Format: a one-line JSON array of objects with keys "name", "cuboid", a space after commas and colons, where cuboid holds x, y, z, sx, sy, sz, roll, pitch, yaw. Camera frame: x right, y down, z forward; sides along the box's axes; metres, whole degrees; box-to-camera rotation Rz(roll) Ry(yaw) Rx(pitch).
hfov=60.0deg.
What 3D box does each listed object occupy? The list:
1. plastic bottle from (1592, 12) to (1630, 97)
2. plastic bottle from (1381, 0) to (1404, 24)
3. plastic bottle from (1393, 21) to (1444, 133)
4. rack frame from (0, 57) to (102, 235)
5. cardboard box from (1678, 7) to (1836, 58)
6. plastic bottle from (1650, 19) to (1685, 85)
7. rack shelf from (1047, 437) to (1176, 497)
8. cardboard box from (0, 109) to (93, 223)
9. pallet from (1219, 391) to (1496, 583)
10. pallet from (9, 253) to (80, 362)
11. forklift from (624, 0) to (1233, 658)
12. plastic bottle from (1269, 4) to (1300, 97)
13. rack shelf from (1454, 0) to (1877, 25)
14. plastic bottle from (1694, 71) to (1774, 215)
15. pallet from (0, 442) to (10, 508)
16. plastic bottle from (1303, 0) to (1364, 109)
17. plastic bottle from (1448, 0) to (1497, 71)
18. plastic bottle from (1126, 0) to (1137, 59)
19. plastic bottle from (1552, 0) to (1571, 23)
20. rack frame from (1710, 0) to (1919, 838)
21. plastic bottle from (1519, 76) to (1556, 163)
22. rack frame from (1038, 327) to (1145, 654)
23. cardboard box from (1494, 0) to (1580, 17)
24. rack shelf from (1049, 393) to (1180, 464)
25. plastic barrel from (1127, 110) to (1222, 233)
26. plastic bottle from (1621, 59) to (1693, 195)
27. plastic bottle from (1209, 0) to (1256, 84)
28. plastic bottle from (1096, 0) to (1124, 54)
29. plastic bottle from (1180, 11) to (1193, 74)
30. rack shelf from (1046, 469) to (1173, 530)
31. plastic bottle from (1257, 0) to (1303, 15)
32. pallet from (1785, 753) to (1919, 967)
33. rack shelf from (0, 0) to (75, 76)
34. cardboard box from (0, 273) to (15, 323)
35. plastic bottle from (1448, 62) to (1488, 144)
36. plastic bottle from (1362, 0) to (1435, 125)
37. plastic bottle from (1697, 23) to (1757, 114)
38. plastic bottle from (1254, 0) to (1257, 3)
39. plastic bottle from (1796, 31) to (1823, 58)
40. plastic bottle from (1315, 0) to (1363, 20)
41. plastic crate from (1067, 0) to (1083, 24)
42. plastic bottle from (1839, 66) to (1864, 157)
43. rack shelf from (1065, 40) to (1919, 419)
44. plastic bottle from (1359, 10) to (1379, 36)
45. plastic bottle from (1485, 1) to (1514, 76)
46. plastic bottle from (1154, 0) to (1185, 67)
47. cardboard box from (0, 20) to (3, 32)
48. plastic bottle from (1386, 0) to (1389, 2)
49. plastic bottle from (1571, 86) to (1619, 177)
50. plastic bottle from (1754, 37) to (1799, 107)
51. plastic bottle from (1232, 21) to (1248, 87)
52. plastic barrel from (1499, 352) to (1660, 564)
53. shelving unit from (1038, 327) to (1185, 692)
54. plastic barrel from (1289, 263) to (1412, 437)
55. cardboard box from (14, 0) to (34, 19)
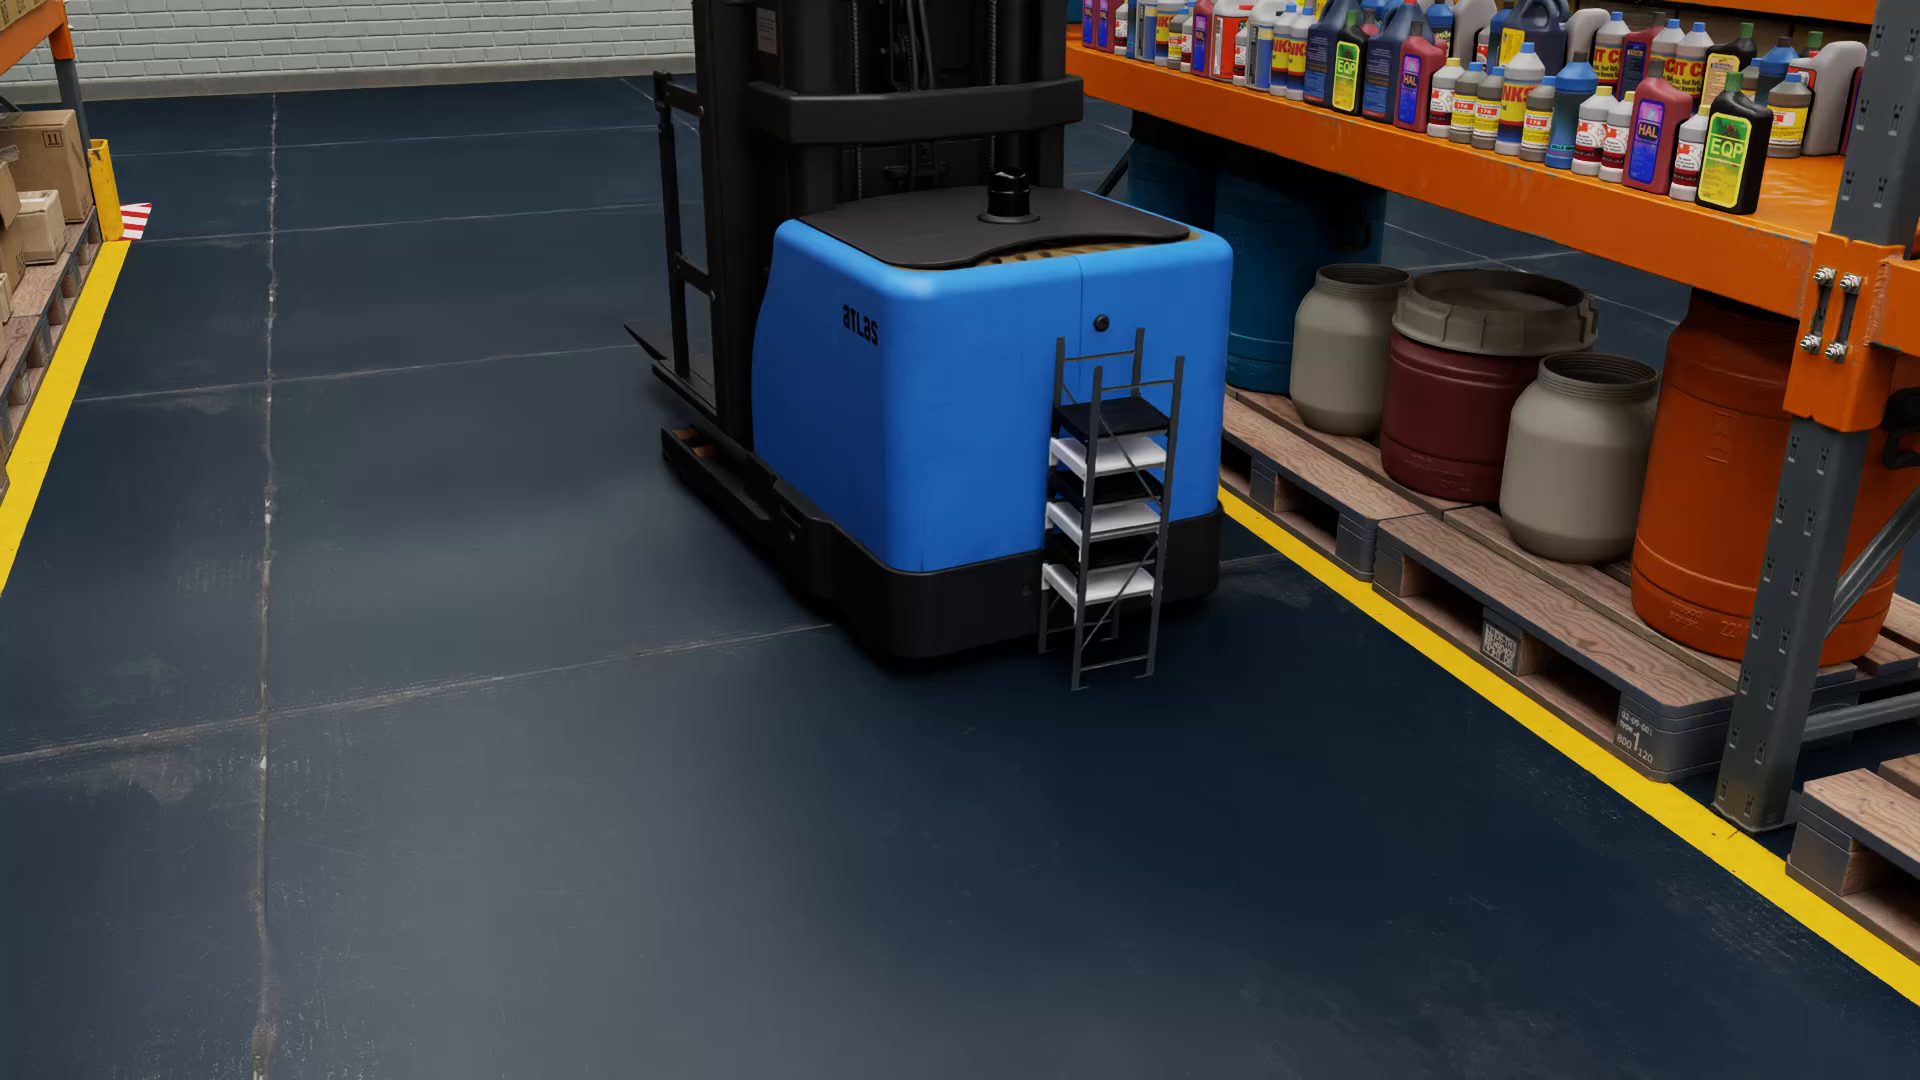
[{"name": "plastic bottle", "cuboid": [1.926, -1.421, 4.926, 0.097, 0.271, 0.097, 0, 23, 0]}, {"name": "plastic bottle", "cuboid": [1.473, -1.720, 5.634, 0.097, 0.271, 0.097, 0, 23, 0]}, {"name": "plastic bottle", "cuboid": [1.254, -1.263, 4.536, 0.061, 0.283, 0.133, -8, 24, -19]}, {"name": "rack frame", "cuboid": [-5.262, -3.042, 8.605, 1.000, 3.000, 0.127, -8, 24, -19]}, {"name": "cardboard box", "cuboid": [4.944, -2.739, 10.081, 0.875, 0.875, 0.875, -8, 24, -19]}, {"name": "plastic bottle", "cuboid": [2.007, -1.337, 4.727, 0.097, 0.271, 0.097, 0, 23, 0]}, {"name": "rack shelf", "cuboid": [0.379, -0.200, 4.170, 0.258, 0.077, 0.200, -9, 29, -21]}, {"name": "cardboard box", "cuboid": [-4.839, -1.929, 8.617, 0.500, 0.500, 0.500, -8, 24, -19]}, {"name": "pallet", "cuboid": [1.455, -0.252, 5.576, 1.003, 0.211, 1.213, -8, 24, -19]}, {"name": "pallet", "cuboid": [-4.525, -0.997, 7.344, 1.003, 0.211, 1.213, -8, 24, -19]}, {"name": "forklift", "cuboid": [-0.382, -1.577, 5.217, 1.130, 2.935, 3.031, -11, 25, -25]}, {"name": "plastic bottle", "cuboid": [1.018, -1.520, 5.161, 0.097, 0.271, 0.097, 0, 23, 0]}, {"name": "rack shelf", "cuboid": [4.713, -3.342, 10.242, 1.077, 0.370, 4.000, -8, 24, -19]}, {"name": "plastic bottle", "cuboid": [1.657, -0.848, 3.550, 0.061, 0.283, 0.133, -8, 24, -19]}, {"name": "pallet", "cuboid": [-3.526, -0.013, 5.010, 1.003, 0.211, 1.213, -8, 24, -19]}, {"name": "plastic bottle", "cuboid": [1.124, -1.474, 4.948, 0.144, 0.351, 0.185, -8, 24, -19]}, {"name": "plastic bottle", "cuboid": [1.665, -1.662, 5.490, 0.152, 0.276, 0.135, -8, 24, -19]}, {"name": "plastic bottle", "cuboid": [0.656, -1.893, 6.044, 0.097, 0.271, 0.097, 0, 23, 0]}, {"name": "plastic bottle", "cuboid": [1.806, -1.555, 5.140, 0.144, 0.351, 0.185, -8, 24, -19]}, {"name": "rack frame", "cuboid": [2.199, -0.813, 3.318, 1.000, 3.000, 0.127, -8, 24, -19]}, {"name": "plastic bottle", "cuboid": [1.449, -1.045, 4.122, 0.097, 0.201, 0.097, 0, 23, 0]}, {"name": "rack frame", "cuboid": [0.335, -0.113, 4.320, 0.240, 0.900, 0.006, -9, 29, -21]}, {"name": "cardboard box", "cuboid": [4.308, -3.393, 11.632, 0.875, 0.875, 0.875, -8, 24, -19]}, {"name": "rack shelf", "cuboid": [0.382, -0.280, 4.129, 0.258, 0.077, 0.200, -9, 29, -21]}, {"name": "plastic barrel", "cuboid": [0.963, -1.293, 6.618, 0.600, 0.901, 0.708, -8, 24, -19]}, {"name": "plastic bottle", "cuboid": [1.576, -0.932, 3.749, 0.061, 0.283, 0.133, -8, 24, -19]}, {"name": "plastic bottle", "cuboid": [0.921, -1.653, 5.469, 0.152, 0.276, 0.135, -8, 24, -19]}, {"name": "plastic bottle", "cuboid": [0.564, -1.973, 6.219, 0.061, 0.283, 0.133, -8, 24, -19]}, {"name": "plastic bottle", "cuboid": [0.807, -1.705, 5.690, 0.097, 0.201, 0.097, 0, 23, 0]}, {"name": "rack shelf", "cuboid": [0.376, -0.119, 4.211, 0.258, 0.077, 0.200, -9, 29, -21]}, {"name": "plastic bottle", "cuboid": [1.063, -1.674, 5.519, 0.152, 0.276, 0.135, -8, 24, -19]}, {"name": "pallet", "cuboid": [2.437, 0.758, 3.179, 1.003, 0.211, 1.213, -8, 24, -19]}, {"name": "rack shelf", "cuboid": [-4.555, -1.984, 7.021, 1.077, 0.370, 4.000, -8, 24, -19]}, {"name": "cardboard box", "cuboid": [-4.110, -0.981, 6.797, 0.380, 0.166, 0.250, -8, 24, -19]}, {"name": "plastic bottle", "cuboid": [1.346, -1.151, 4.374, 0.097, 0.201, 0.097, 0, 23, 0]}, {"name": "plastic bottle", "cuboid": [1.236, -1.358, 4.673, 0.144, 0.351, 0.185, -8, 24, -19]}, {"name": "plastic bottle", "cuboid": [2.099, -1.268, 4.547, 0.061, 0.283, 0.133, -8, 24, -19]}, {"name": "plastic bottle", "cuboid": [1.118, -2.053, 6.514, 0.097, 0.201, 0.097, 0, 23, 0]}, {"name": "plastic bottle", "cuboid": [2.181, -1.184, 4.348, 0.061, 0.283, 0.133, -8, 24, -19]}, {"name": "plastic bottle", "cuboid": [1.348, -1.868, 5.884, 0.144, 0.351, 0.185, -8, 24, -19]}, {"name": "plastic crate", "cuboid": [0.302, -2.410, 7.049, 0.392, 0.384, 0.575, -8, 24, -19]}, {"name": "plastic bottle", "cuboid": [2.276, -1.087, 4.117, 0.061, 0.283, 0.133, -8, 24, -19]}, {"name": "rack shelf", "cuboid": [1.493, -1.209, 5.182, 1.077, 0.370, 4.000, -8, 24, -19]}, {"name": "plastic bottle", "cuboid": [1.198, -1.387, 4.830, 0.061, 0.283, 0.133, -8, 24, -19]}, {"name": "plastic bottle", "cuboid": [1.721, -1.564, 5.265, 0.097, 0.271, 0.097, 0, 23, 0]}, {"name": "plastic bottle", "cuboid": [0.738, -1.808, 5.844, 0.097, 0.271, 0.097, 0, 23, 0]}, {"name": "cardboard box", "cuboid": [-4.133, -2.225, 6.538, 0.500, 0.500, 0.500, -8, 24, -19]}, {"name": "plastic bottle", "cuboid": [1.535, -1.795, 5.806, 0.152, 0.276, 0.135, -8, 24, -19]}, {"name": "plastic bottle", "cuboid": [1.518, -0.974, 3.955, 0.097, 0.201, 0.097, 0, 23, 0]}, {"name": "plastic bottle", "cuboid": [2.113, -1.161, 4.309, 0.097, 0.271, 0.097, 0, 23, 0]}, {"name": "plastic bottle", "cuboid": [0.936, -1.573, 5.375, 0.097, 0.201, 0.097, 0, 23, 0]}, {"name": "plastic barrel", "cuboid": [1.728, -0.229, 4.593, 0.421, 0.512, 0.421, 0, 23, 0]}, {"name": "shelving unit", "cuboid": [0.374, -0.069, 4.237, 0.258, 0.900, 0.210, -9, 29, -21]}, {"name": "plastic barrel", "cuboid": [1.329, -0.639, 5.567, 0.421, 0.512, 0.421, 0, 23, 0]}, {"name": "cardboard box", "cuboid": [-4.491, -2.593, 7.410, 0.500, 0.500, 0.500, -8, 24, -19]}]
